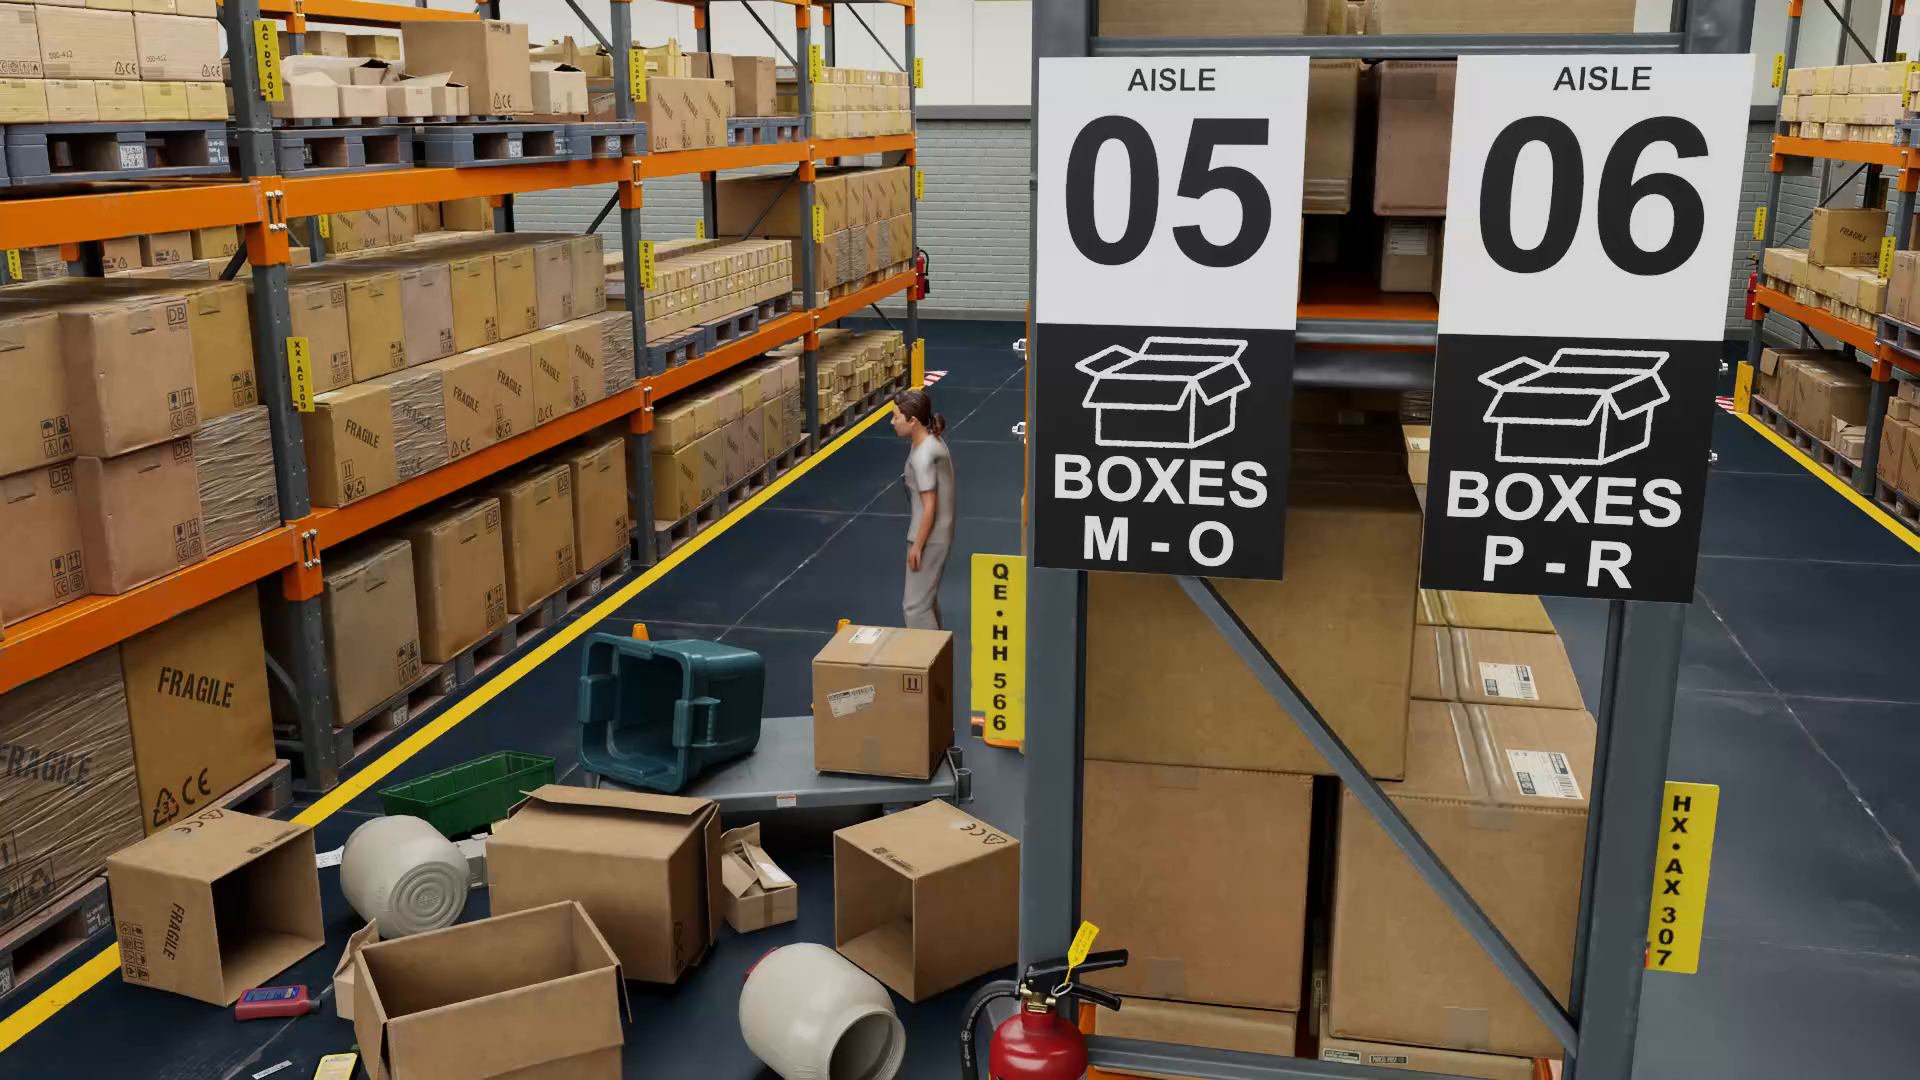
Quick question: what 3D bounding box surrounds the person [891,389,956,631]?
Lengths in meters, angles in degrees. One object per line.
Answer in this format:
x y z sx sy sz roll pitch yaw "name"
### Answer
-0.204 0.005 8.997 0.362 1.672 0.488 0 15 0 "person"
